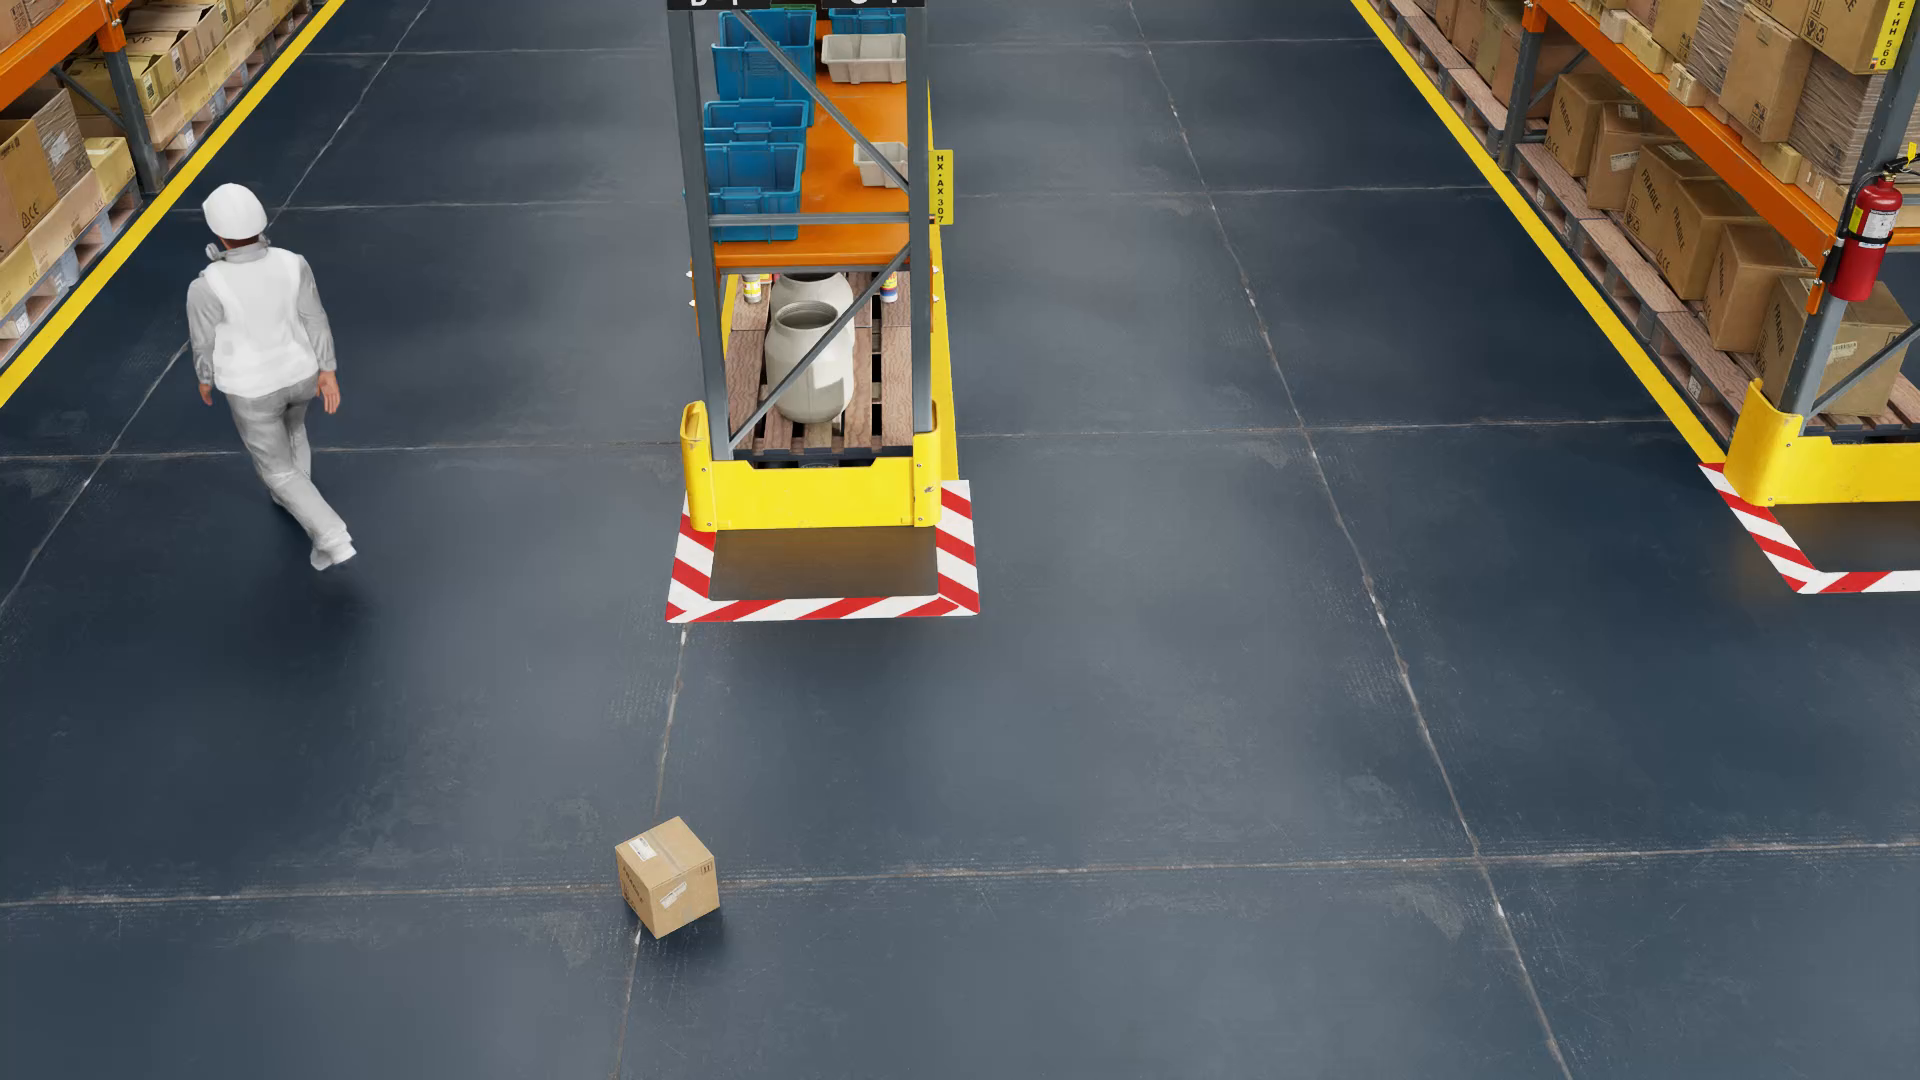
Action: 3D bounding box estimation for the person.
[{"bbox_3d":[-2.956,-0.704,7.129,0.982,1.736,0.532,26,43,32],"label":"person"}]
